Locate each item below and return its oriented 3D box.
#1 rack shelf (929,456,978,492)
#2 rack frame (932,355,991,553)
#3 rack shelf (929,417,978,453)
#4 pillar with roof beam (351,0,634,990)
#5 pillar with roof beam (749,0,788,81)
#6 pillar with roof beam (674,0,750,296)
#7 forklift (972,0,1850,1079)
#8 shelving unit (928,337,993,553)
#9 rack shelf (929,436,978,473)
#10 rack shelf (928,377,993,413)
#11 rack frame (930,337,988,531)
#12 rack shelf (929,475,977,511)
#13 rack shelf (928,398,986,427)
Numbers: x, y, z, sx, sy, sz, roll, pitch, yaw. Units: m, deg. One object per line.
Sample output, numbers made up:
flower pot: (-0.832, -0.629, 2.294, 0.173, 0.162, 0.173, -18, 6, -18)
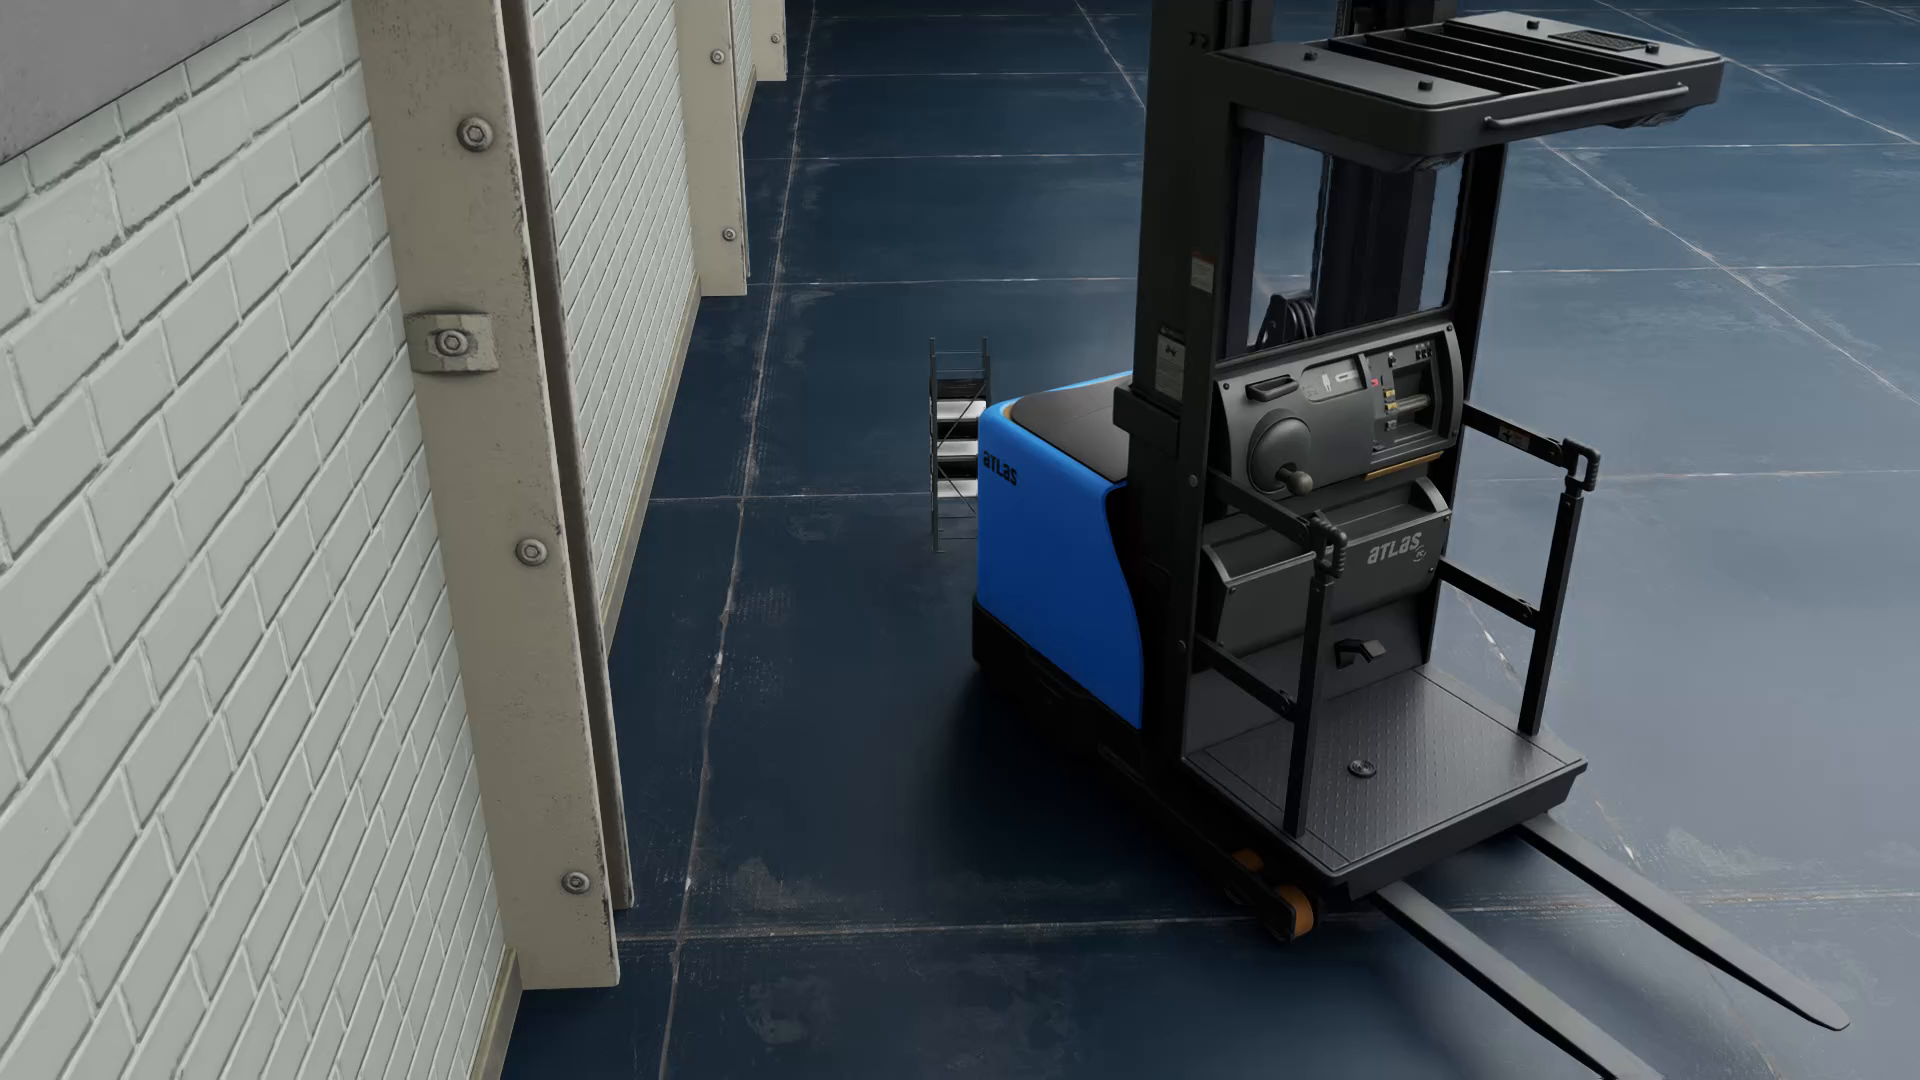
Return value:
rack shelf: (0.000, -0.286, 7.092, 0.258, 0.077, 0.200, -1, 28, -3)
rack frame: (0.006, -0.348, 6.945, 0.240, 0.900, 0.006, -1, 28, -3)
rack shelf: (0.000, -0.445, 7.009, 0.258, 0.077, 0.200, -1, 28, -3)
pillar with roof beam: (3.149, -2.898, 3.075, 9.100, 9.000, 0.400, -1, 28, -3)
pillar with roof beam: (2.523, -8.439, 13.700, 9.100, 9.000, 0.400, -1, 28, -3)
pillar with roof beam: (2.836, -5.669, 8.388, 9.100, 9.000, 0.400, -1, 28, -3)
forklift: (1.250, -0.354, 4.759, 1.130, 2.935, 3.031, -16, 32, -28)
shelving unit: (0.000, -0.395, 7.035, 0.258, 0.900, 0.210, -1, 28, -3)
rack shelf: (0.000, -0.366, 7.050, 0.258, 0.077, 0.200, -1, 28, -3)
rack shelf: (0.000, -0.605, 6.925, 0.258, 0.077, 0.200, -1, 28, -3)
rack frame: (-0.005, -0.442, 7.125, 0.240, 0.900, 0.006, -1, 28, -3)
rack shelf: (0.000, -0.206, 7.133, 0.258, 0.077, 0.200, -1, 28, -3)
rack shelf: (0.000, -0.525, 6.967, 0.258, 0.077, 0.200, -1, 28, -3)
